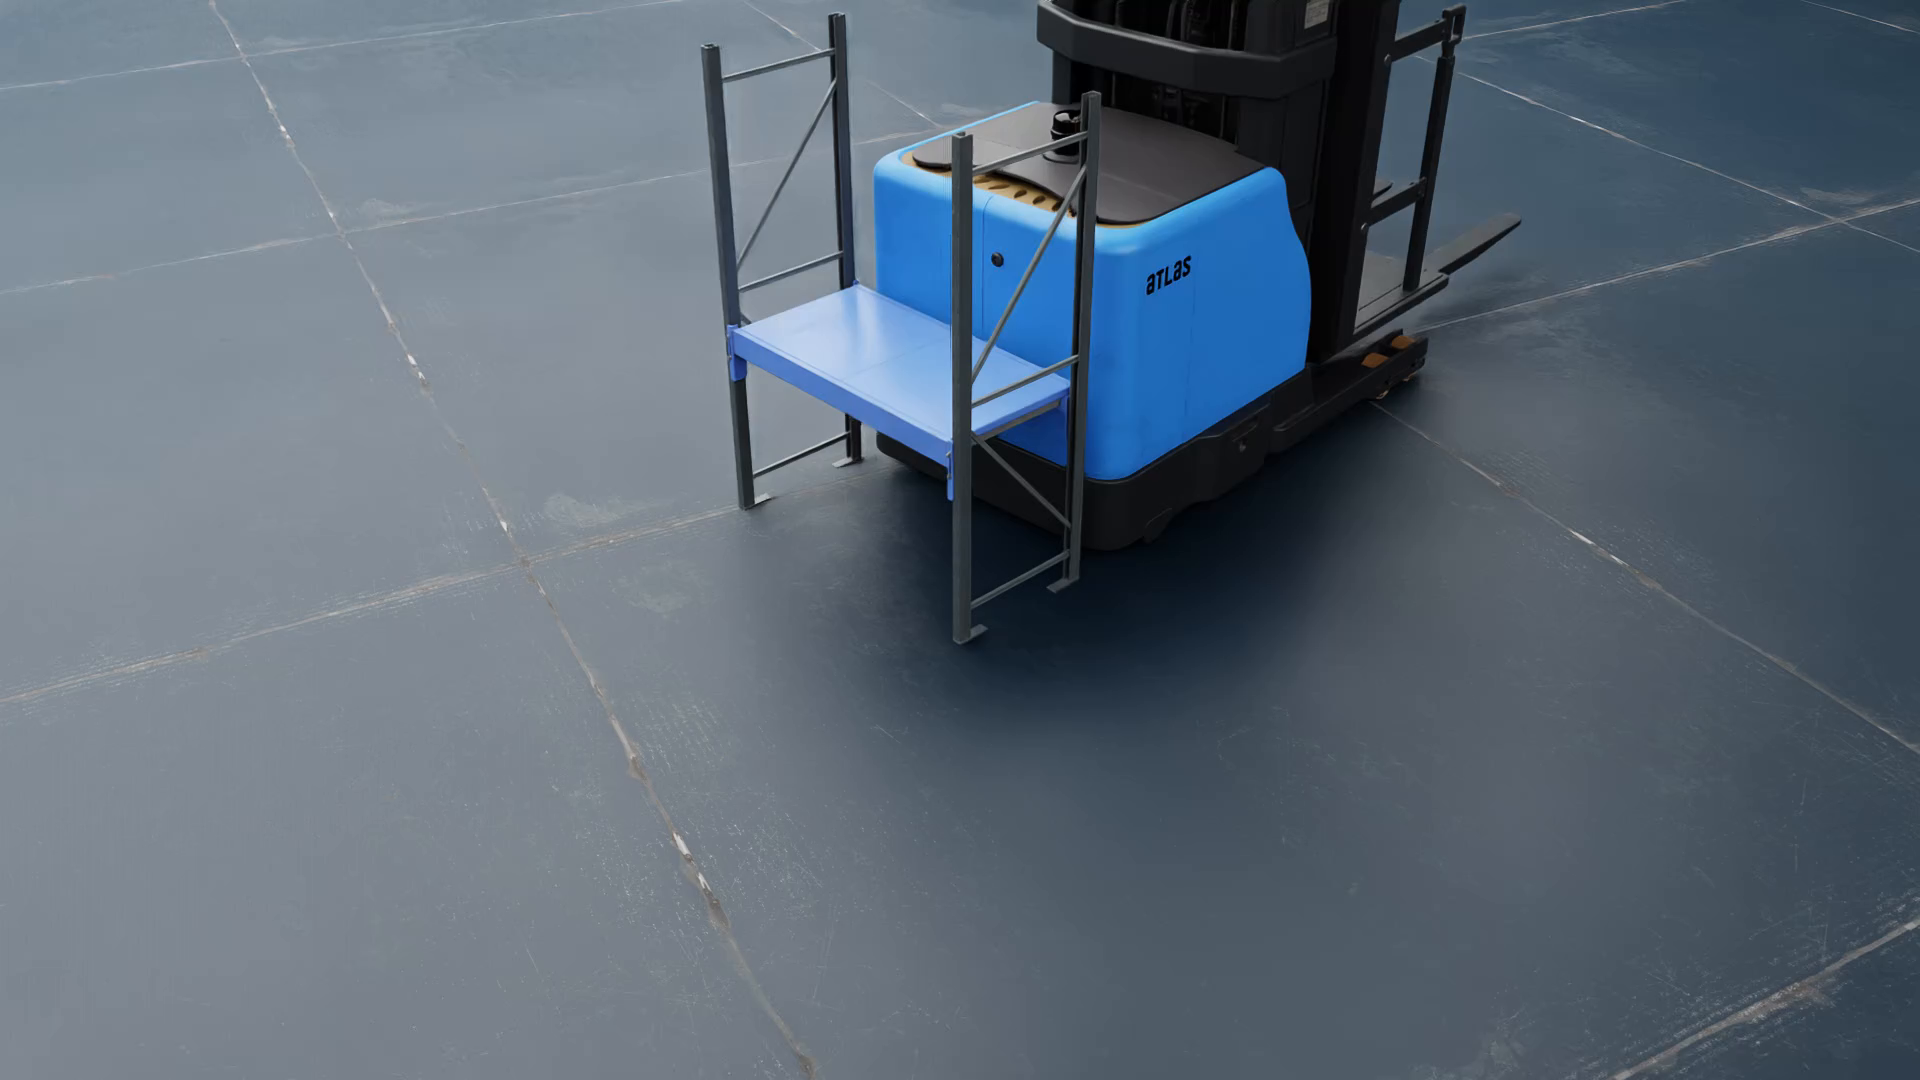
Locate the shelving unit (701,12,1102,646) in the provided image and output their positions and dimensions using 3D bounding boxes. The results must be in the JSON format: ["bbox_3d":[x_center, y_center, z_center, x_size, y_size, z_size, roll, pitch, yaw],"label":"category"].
[{"bbox_3d":[-0.178,-0.625,4.835,0.538,1.500,1.048,-27,41,-35],"label":"shelving unit"}]

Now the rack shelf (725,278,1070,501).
[{"bbox_3d":[-0.178,-0.473,4.932,0.538,0.185,1.000,-27,41,-35],"label":"rack shelf"}]

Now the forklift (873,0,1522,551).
[{"bbox_3d":[1.081,-1.911,5.516,1.130,2.935,3.031,26,41,35],"label":"forklift"}]

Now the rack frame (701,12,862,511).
[{"bbox_3d":[-0.527,-0.824,5.146,0.500,1.500,0.032,-27,41,-35],"label":"rack frame"}]

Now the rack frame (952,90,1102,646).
[{"bbox_3d":[0.171,-0.426,4.524,0.500,1.500,0.032,-27,41,-35],"label":"rack frame"}]
